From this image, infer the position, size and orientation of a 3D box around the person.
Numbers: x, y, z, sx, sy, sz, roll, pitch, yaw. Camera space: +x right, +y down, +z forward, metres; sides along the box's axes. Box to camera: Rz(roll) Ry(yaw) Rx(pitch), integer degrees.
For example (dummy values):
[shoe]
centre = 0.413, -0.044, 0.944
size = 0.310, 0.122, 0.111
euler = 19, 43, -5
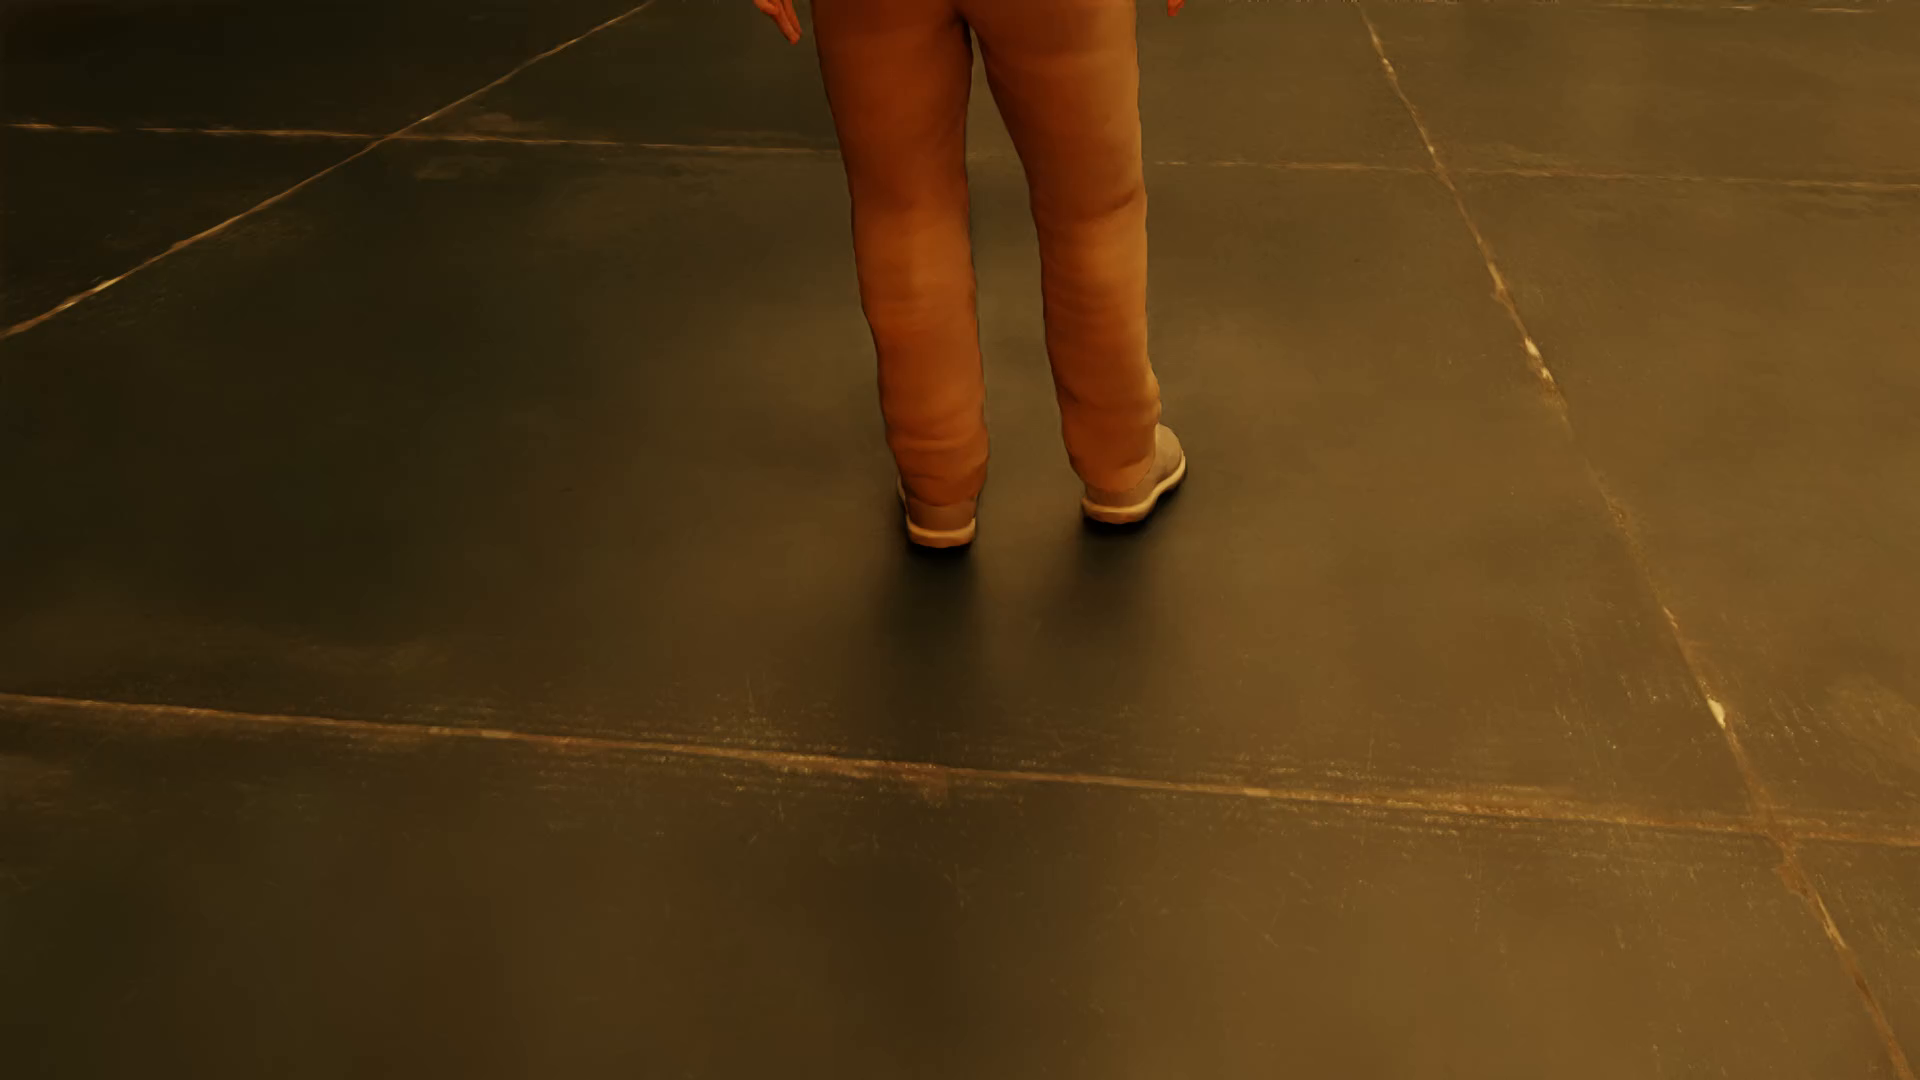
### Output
[person]
centre = 0.024, -0.819, 2.189
size = 0.640, 1.726, 0.550
euler = 3, 27, 7
